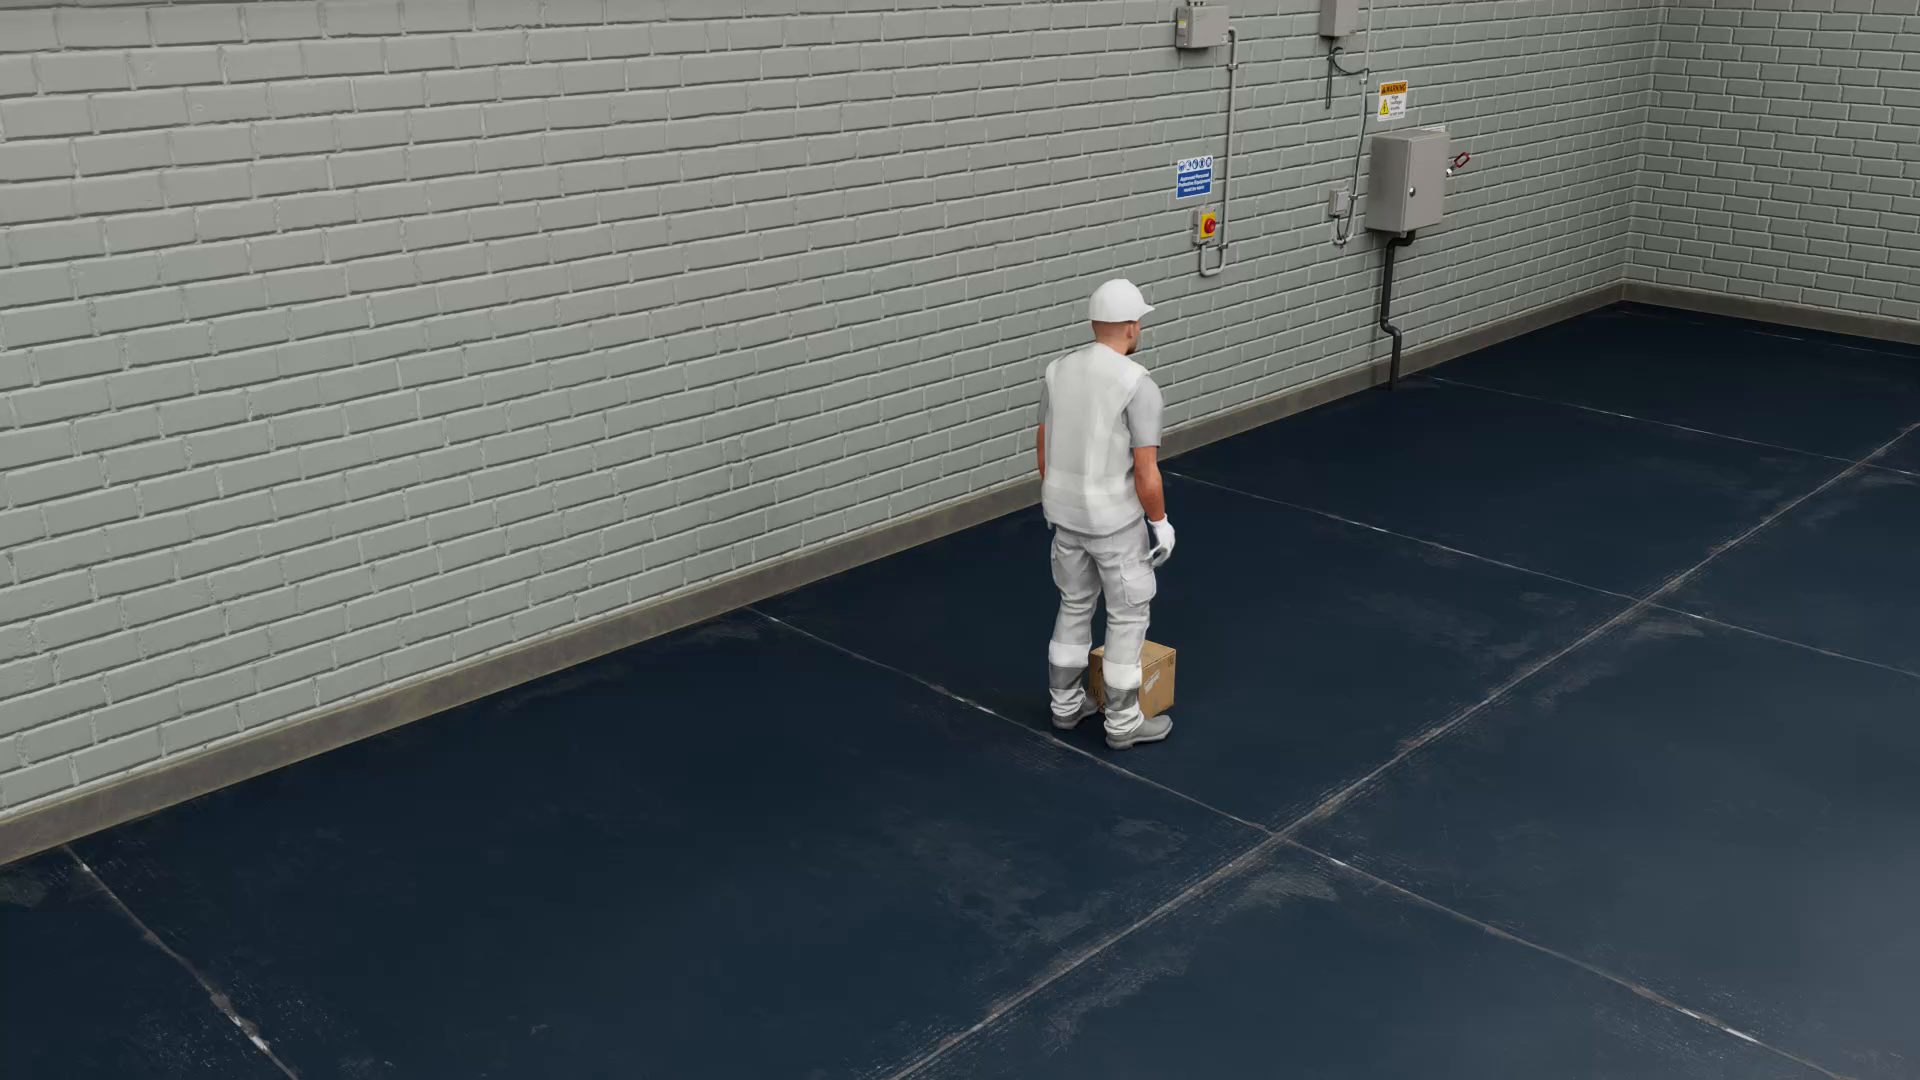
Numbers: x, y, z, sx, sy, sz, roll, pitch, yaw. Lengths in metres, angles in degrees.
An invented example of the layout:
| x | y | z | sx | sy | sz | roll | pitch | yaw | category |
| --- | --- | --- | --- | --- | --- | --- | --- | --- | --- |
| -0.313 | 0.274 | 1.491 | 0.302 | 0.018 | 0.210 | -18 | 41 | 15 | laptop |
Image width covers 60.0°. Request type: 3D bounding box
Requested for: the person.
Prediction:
| x | y | z | sx | sy | sz | roll | pitch | yaw | category |
| --- | --- | --- | --- | --- | --- | --- | --- | --- | --- |
| 0.548 | -0.093 | 6.304 | 0.609 | 1.779 | 0.448 | 19 | 28 | 41 | person |
